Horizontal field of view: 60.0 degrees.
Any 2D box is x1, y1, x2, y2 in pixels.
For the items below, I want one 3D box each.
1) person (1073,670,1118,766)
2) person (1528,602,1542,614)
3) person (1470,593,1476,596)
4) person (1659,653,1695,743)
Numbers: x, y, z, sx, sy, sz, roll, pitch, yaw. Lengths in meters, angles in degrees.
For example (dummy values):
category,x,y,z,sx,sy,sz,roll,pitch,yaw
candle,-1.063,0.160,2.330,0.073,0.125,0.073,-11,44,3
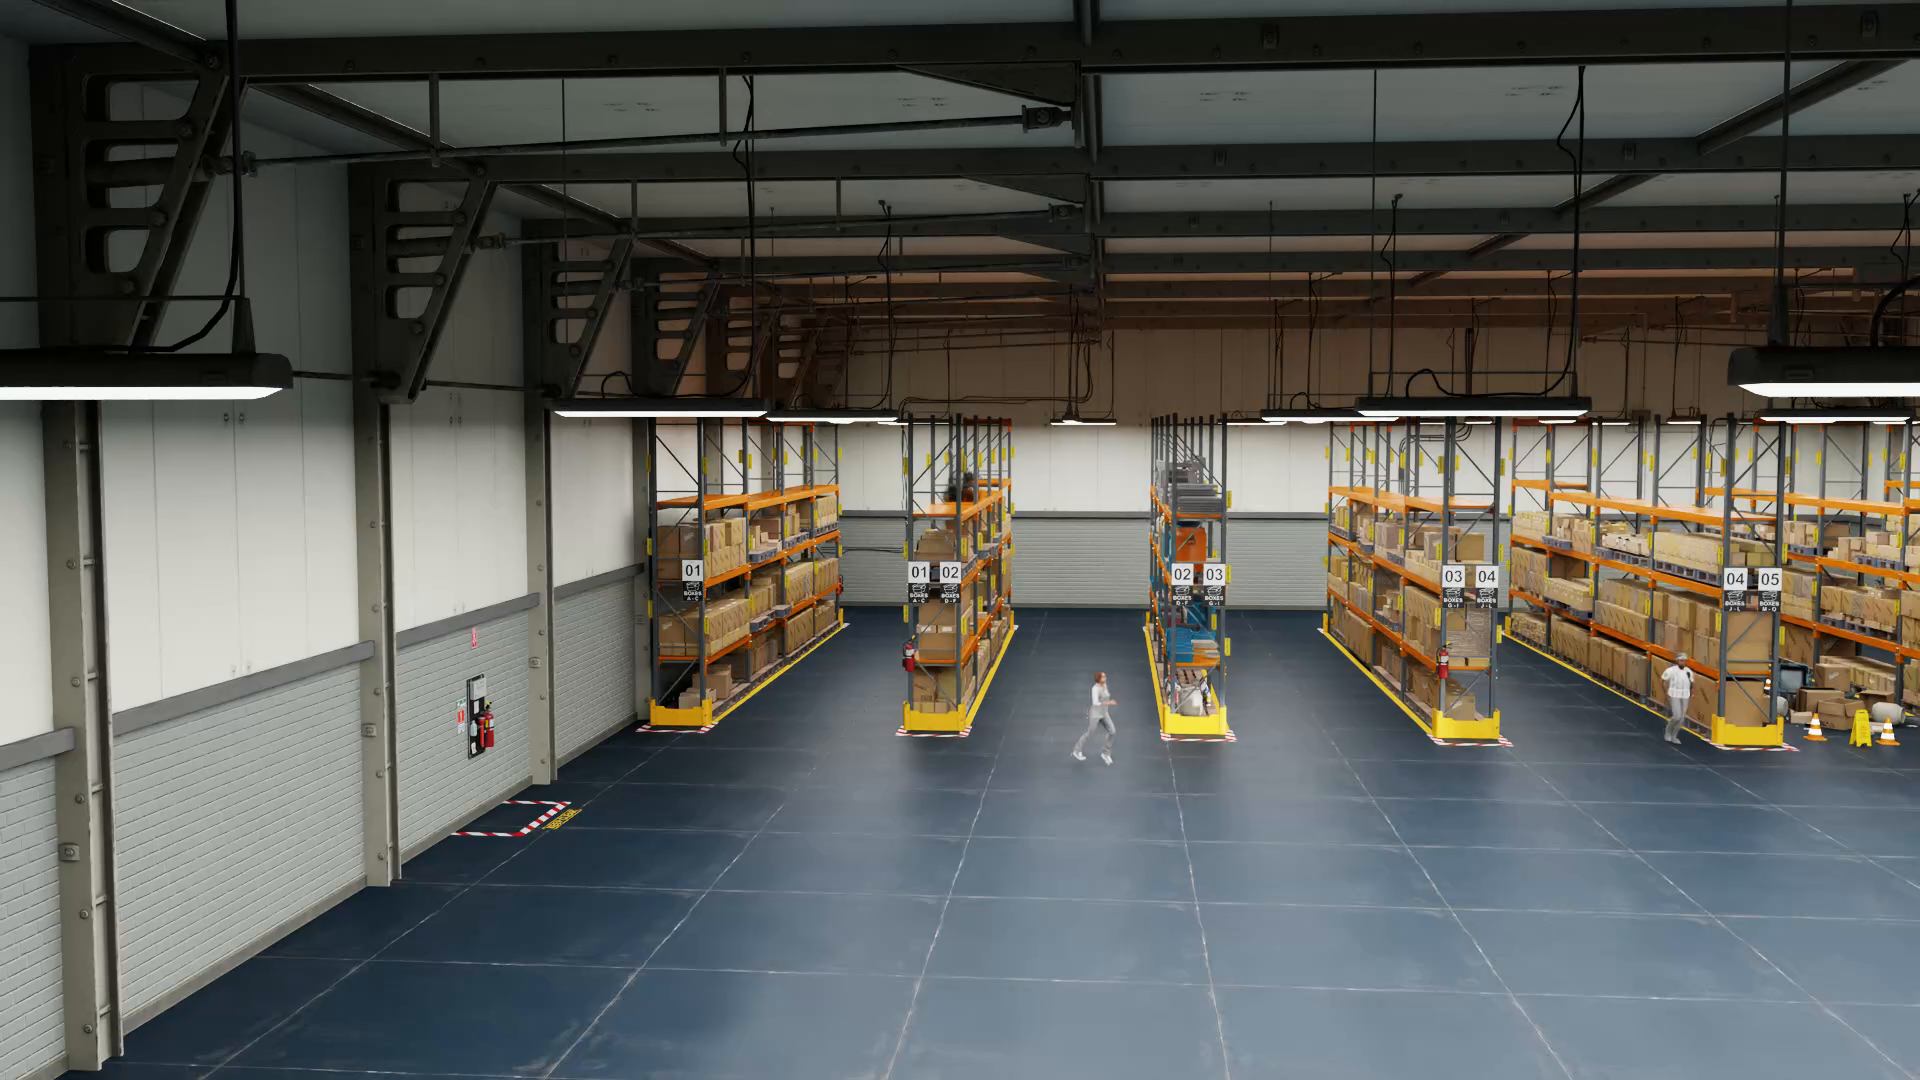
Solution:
category,x,y,z,sx,sy,sz,roll,pitch,yaw
person,2.343,3.019,28.327,0.836,1.625,0.546,3,5,38
person,16.392,1.658,47.283,0.924,1.729,0.777,2,4,29
person,13.847,1.890,45.080,0.659,1.647,0.814,1,4,16
person,13.045,2.862,30.122,0.584,1.663,0.587,0,4,-4
